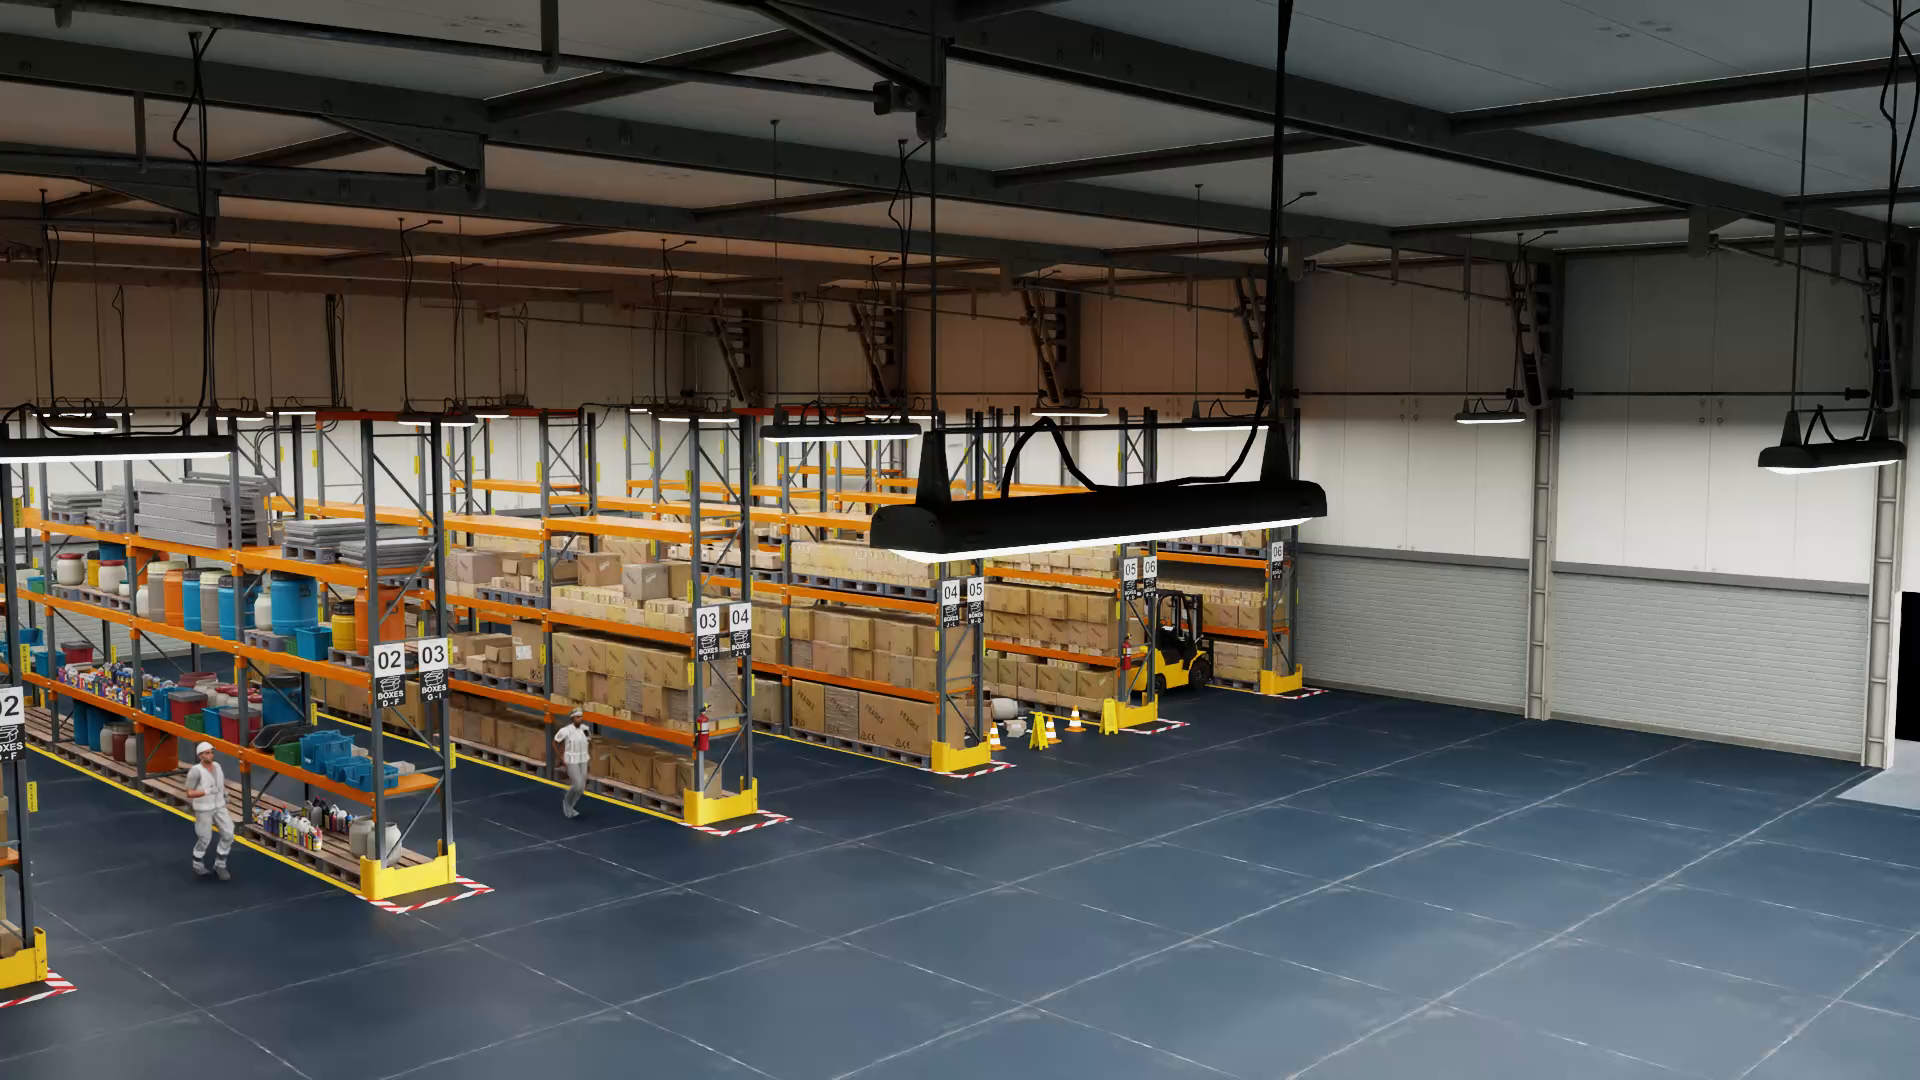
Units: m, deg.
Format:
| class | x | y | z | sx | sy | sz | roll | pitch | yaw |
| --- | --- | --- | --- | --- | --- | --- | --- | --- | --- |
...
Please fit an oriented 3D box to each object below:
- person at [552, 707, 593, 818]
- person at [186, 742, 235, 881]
| class | x | y | z | sx | sy | sz | roll | pitch | yaw |
| --- | --- | --- | --- | --- | --- | --- | --- | --- | --- |
| person | -5.696 | 3.306 | 24.731 | 0.628 | 1.663 | 0.574 | 5 | 7 | 44 |
| person | -9.717 | 3.527 | 21.584 | 0.705 | 1.824 | 0.632 | 3 | 6 | 32 |
